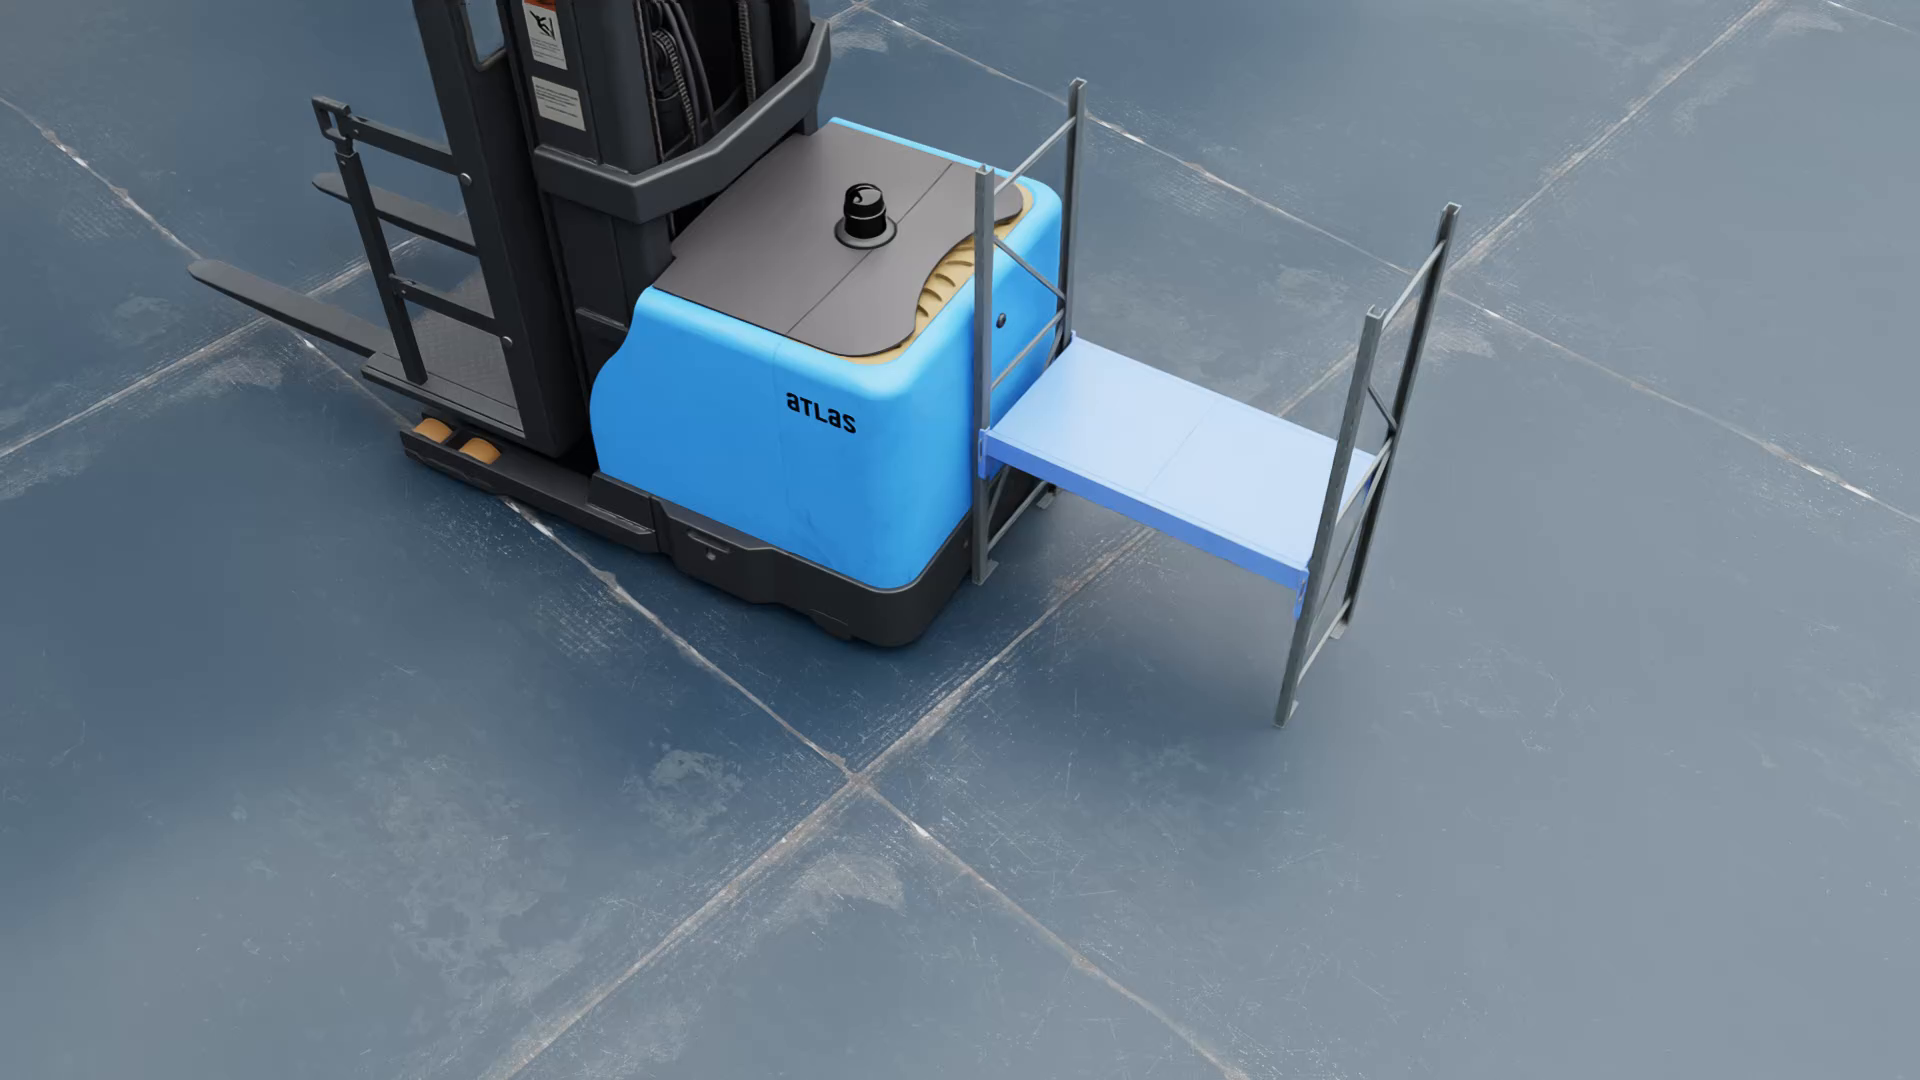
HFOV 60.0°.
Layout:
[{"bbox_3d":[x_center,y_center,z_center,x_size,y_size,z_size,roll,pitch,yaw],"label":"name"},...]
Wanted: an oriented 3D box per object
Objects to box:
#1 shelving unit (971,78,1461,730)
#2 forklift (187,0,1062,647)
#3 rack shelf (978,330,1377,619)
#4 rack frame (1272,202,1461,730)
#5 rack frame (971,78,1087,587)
[{"bbox_3d":[0.612,-0.330,4.531,1.048,1.500,0.538,25,52,22],"label":"shelving unit"},{"bbox_3d":[-1.233,-1.482,4.631,3.031,2.935,1.130,22,51,19],"label":"forklift"},{"bbox_3d":[0.612,-0.207,4.662,1.000,0.185,0.538,25,52,22],"label":"rack shelf"},{"bbox_3d":[1.040,-0.131,4.344,0.032,1.500,0.500,25,52,22],"label":"rack frame"},{"bbox_3d":[0.183,-0.529,4.718,0.032,1.500,0.500,25,52,22],"label":"rack frame"}]
